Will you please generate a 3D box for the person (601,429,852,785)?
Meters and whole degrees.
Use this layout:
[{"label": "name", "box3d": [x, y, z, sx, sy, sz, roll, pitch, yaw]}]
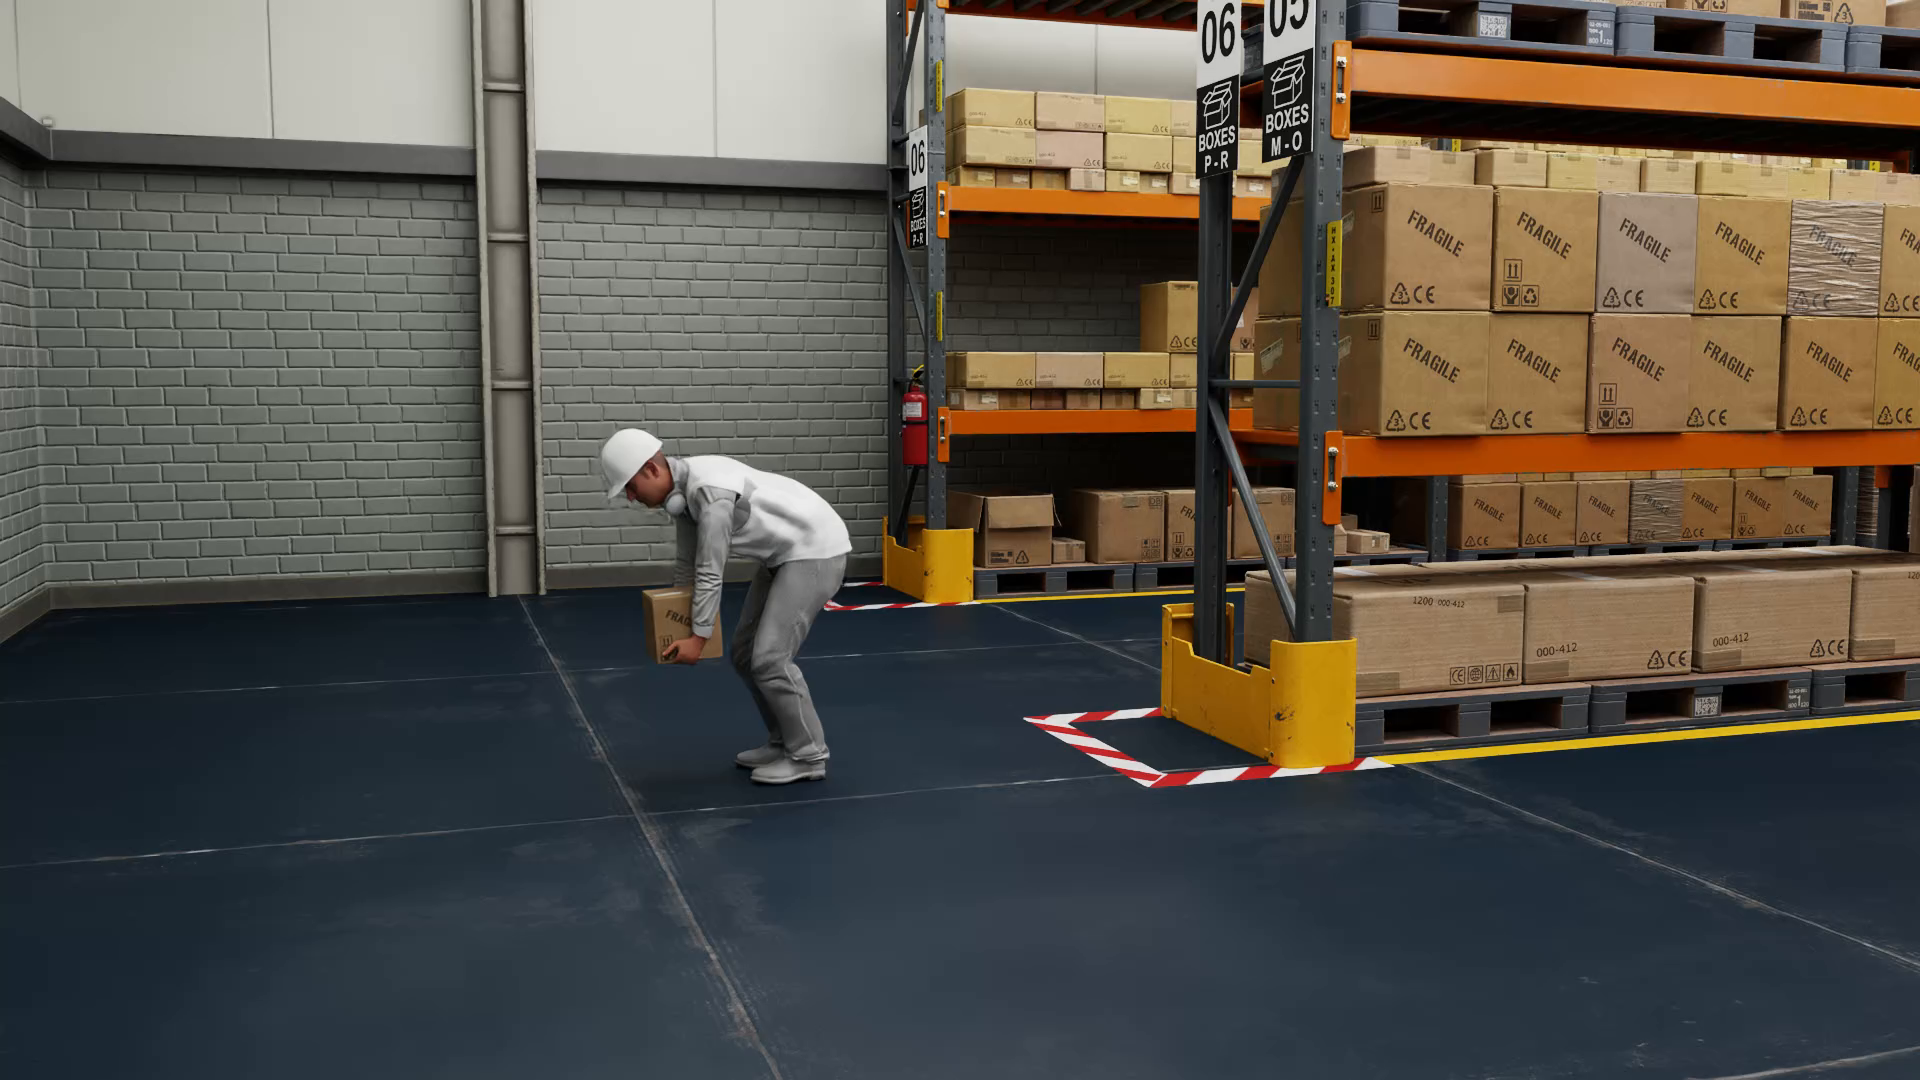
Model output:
[{"label": "person", "box3d": [-0.887, 0.246, 6.356, 0.936, 1.351, 0.471, -2, 6, -21]}]
